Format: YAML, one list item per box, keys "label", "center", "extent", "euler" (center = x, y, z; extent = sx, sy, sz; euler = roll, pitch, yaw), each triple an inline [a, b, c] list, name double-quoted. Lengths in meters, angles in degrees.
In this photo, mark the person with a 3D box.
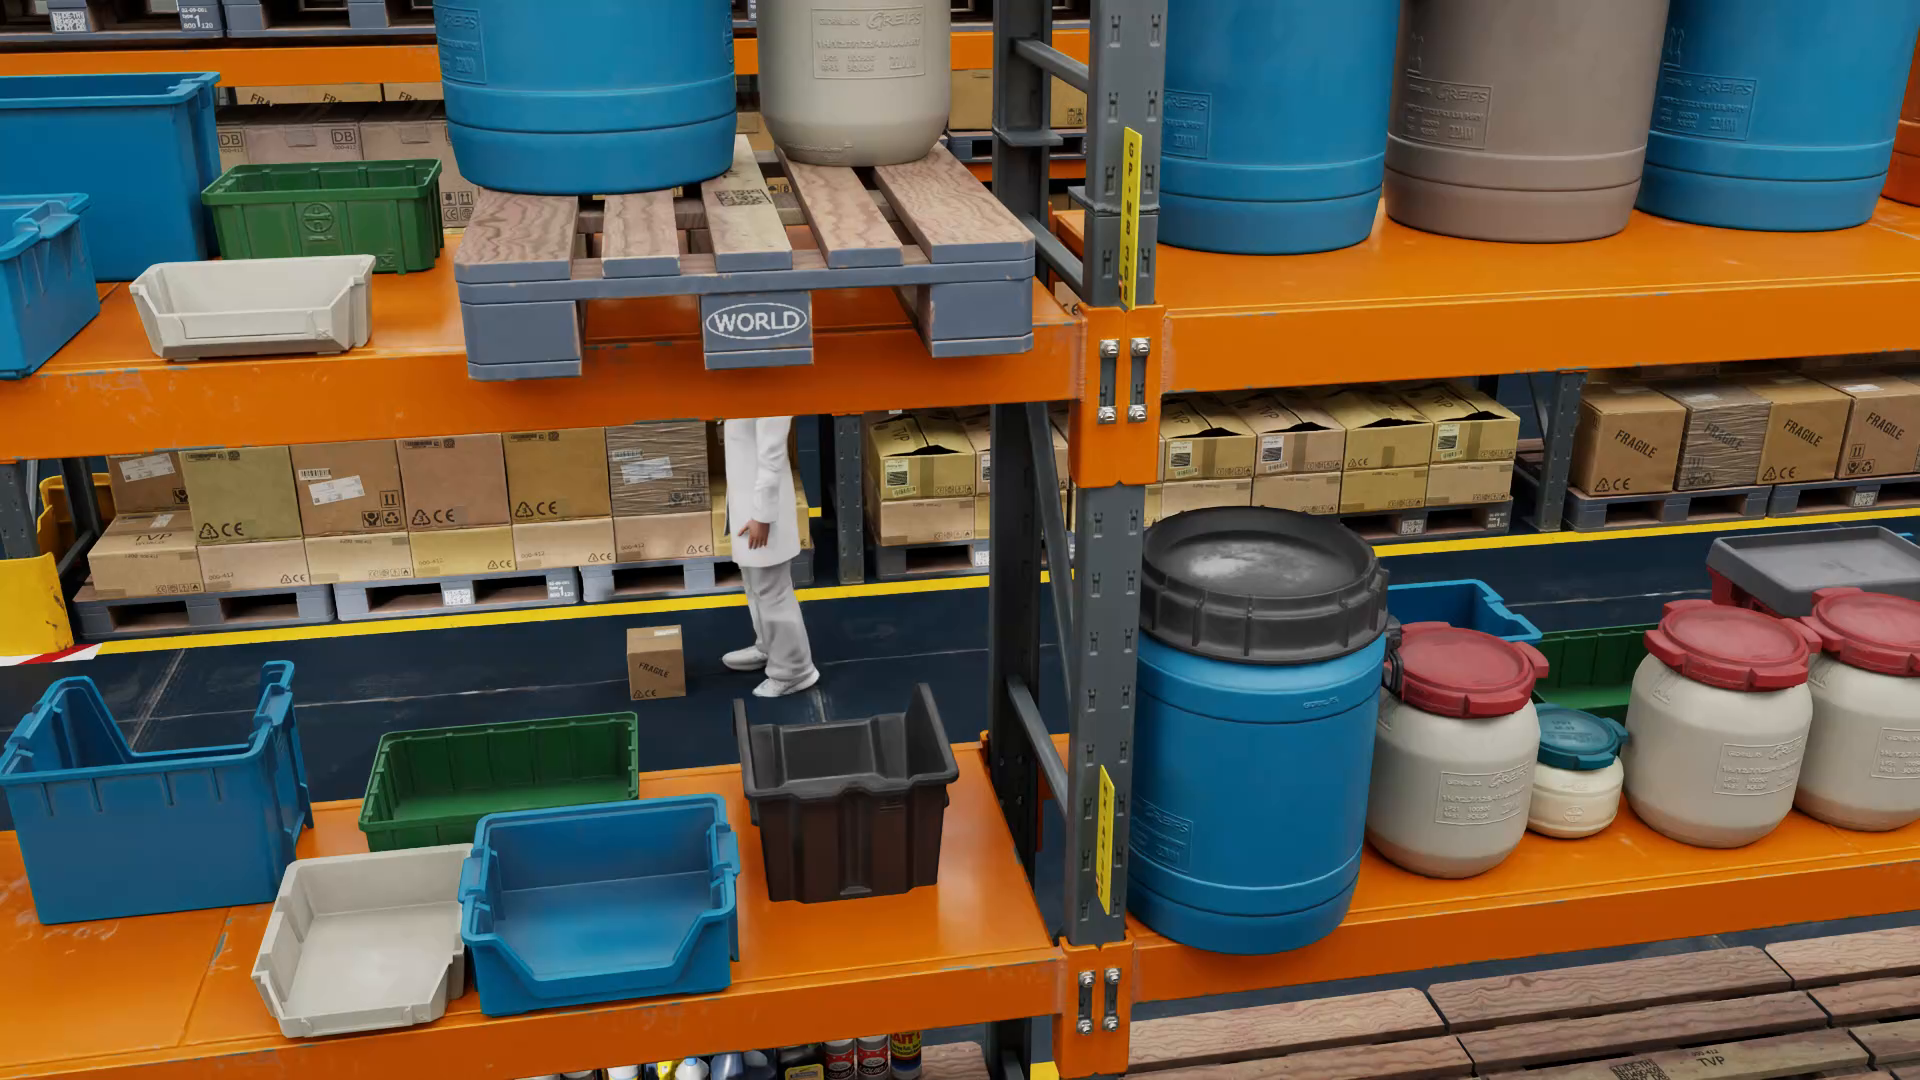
- label: "person"
  center: [-0.892, -0.136, 7.513]
  extent: [0.447, 1.837, 0.565]
  euler: [-3, 23, -8]
